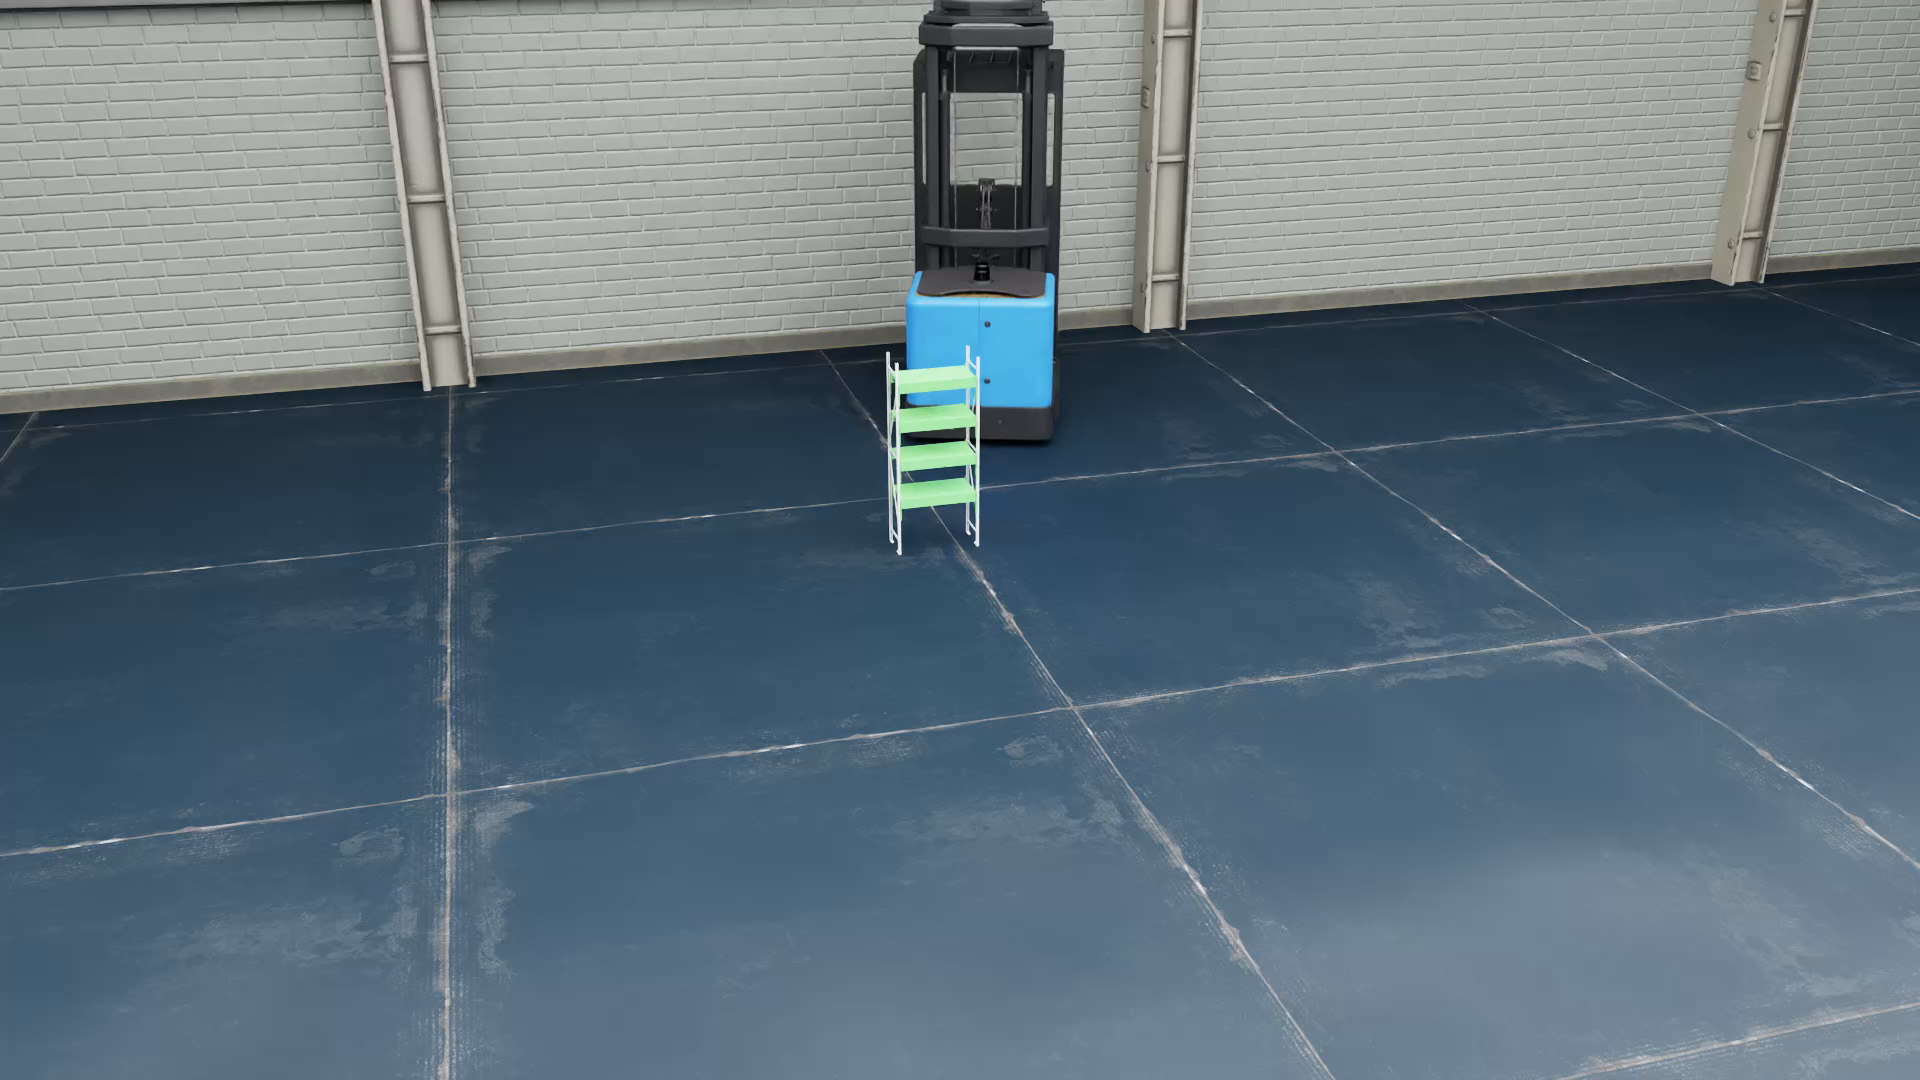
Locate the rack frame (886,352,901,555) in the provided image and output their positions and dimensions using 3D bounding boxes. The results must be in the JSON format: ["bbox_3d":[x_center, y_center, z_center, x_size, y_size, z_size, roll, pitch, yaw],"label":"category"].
[{"bbox_3d":[-0.394,-0.508,9.912,0.015,1.200,0.240,-6,24,-14],"label":"rack frame"}]

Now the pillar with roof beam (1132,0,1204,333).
[{"bbox_3d":[2.909,-4.381,9.049,0.400,9.000,9.100,-6,24,-14],"label":"pillar with roof beam"}]

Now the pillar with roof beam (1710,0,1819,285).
[{"bbox_3d":[8.686,-5.020,10.538,0.400,9.000,9.100,-6,24,-14],"label":"pillar with roof beam"}]

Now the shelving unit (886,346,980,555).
[{"bbox_3d":[-0.159,-0.534,9.972,0.503,1.200,0.258,-6,24,-14],"label":"shelving unit"}]

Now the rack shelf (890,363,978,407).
[{"bbox_3d":[-0.159,-0.916,9.808,0.480,0.148,0.258,-6,24,-14],"label":"rack shelf"}]

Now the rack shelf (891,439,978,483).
[{"bbox_3d":[-0.159,-0.475,9.997,0.480,0.148,0.258,-6,24,-14],"label":"rack shelf"}]

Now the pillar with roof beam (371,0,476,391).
[{"bbox_3d":[-2.868,-3.742,7.559,0.400,9.000,9.100,-6,24,-14],"label":"pillar with roof beam"}]

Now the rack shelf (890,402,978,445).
[{"bbox_3d":[-0.159,-0.696,9.903,0.480,0.148,0.258,-6,24,-14],"label":"rack shelf"}]

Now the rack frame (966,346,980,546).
[{"bbox_3d":[0.076,-0.560,10.033,0.015,1.200,0.240,-6,24,-14],"label":"rack frame"}]

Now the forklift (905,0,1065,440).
[{"bbox_3d":[0.220,-2.588,12.565,1.130,2.935,3.031,1,23,3],"label":"forklift"}]

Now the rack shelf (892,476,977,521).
[{"bbox_3d":[-0.159,-0.254,10.092,0.480,0.148,0.258,-6,24,-14],"label":"rack shelf"}]
